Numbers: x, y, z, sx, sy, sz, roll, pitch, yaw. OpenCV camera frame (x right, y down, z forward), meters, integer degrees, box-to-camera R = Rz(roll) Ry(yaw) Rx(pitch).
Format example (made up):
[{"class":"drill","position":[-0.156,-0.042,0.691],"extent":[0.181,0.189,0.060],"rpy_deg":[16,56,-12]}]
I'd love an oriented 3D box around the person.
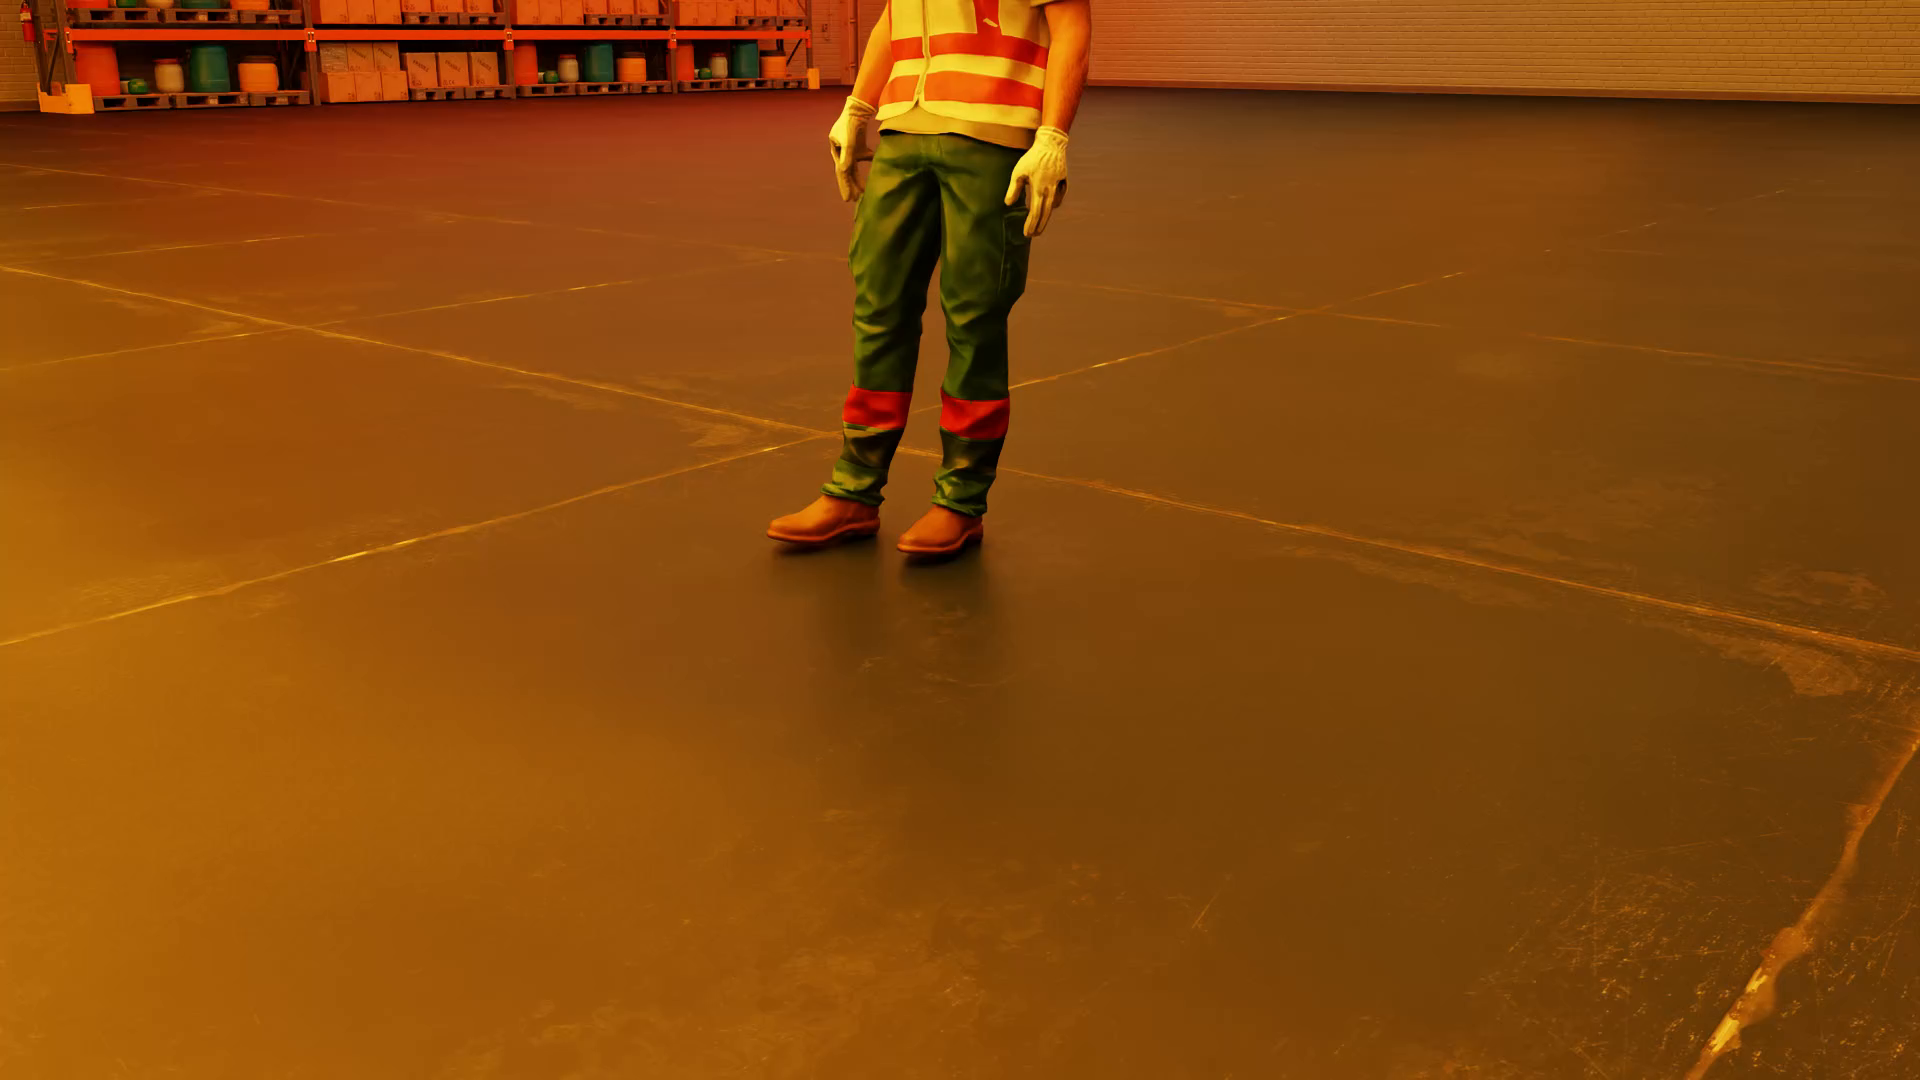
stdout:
[{"class":"person","position":[-0.061,-0.847,3.628],"extent":[0.637,1.790,0.562],"rpy_deg":[13,21,37]}]
